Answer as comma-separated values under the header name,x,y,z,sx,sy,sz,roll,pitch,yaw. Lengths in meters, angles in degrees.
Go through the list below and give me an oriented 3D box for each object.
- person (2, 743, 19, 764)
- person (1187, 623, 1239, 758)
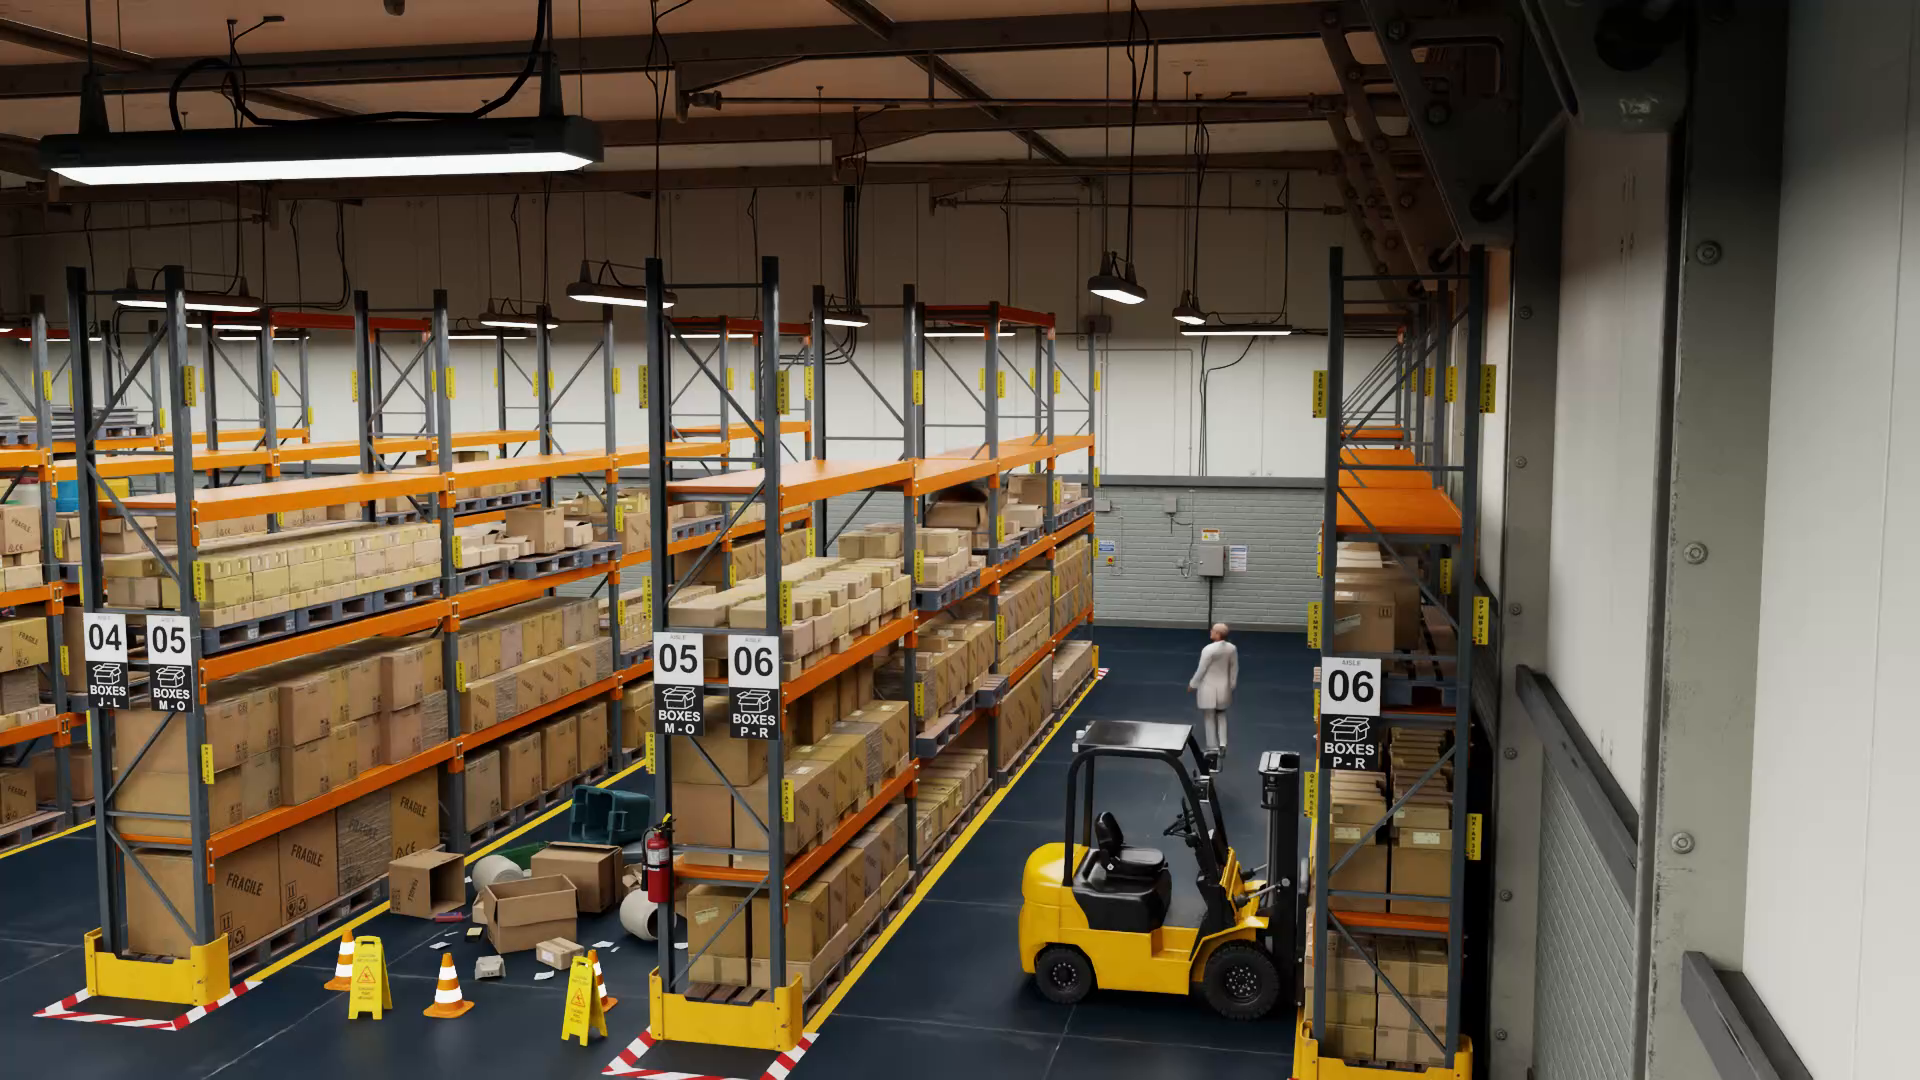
name,x,y,z,sx,sy,sz,roll,pitch,yaw
person,-12.504,2.138,21.868,0.462,1.690,0.487,-5,8,-40
person,3.272,1.961,21.403,0.653,1.814,0.551,0,6,-5
